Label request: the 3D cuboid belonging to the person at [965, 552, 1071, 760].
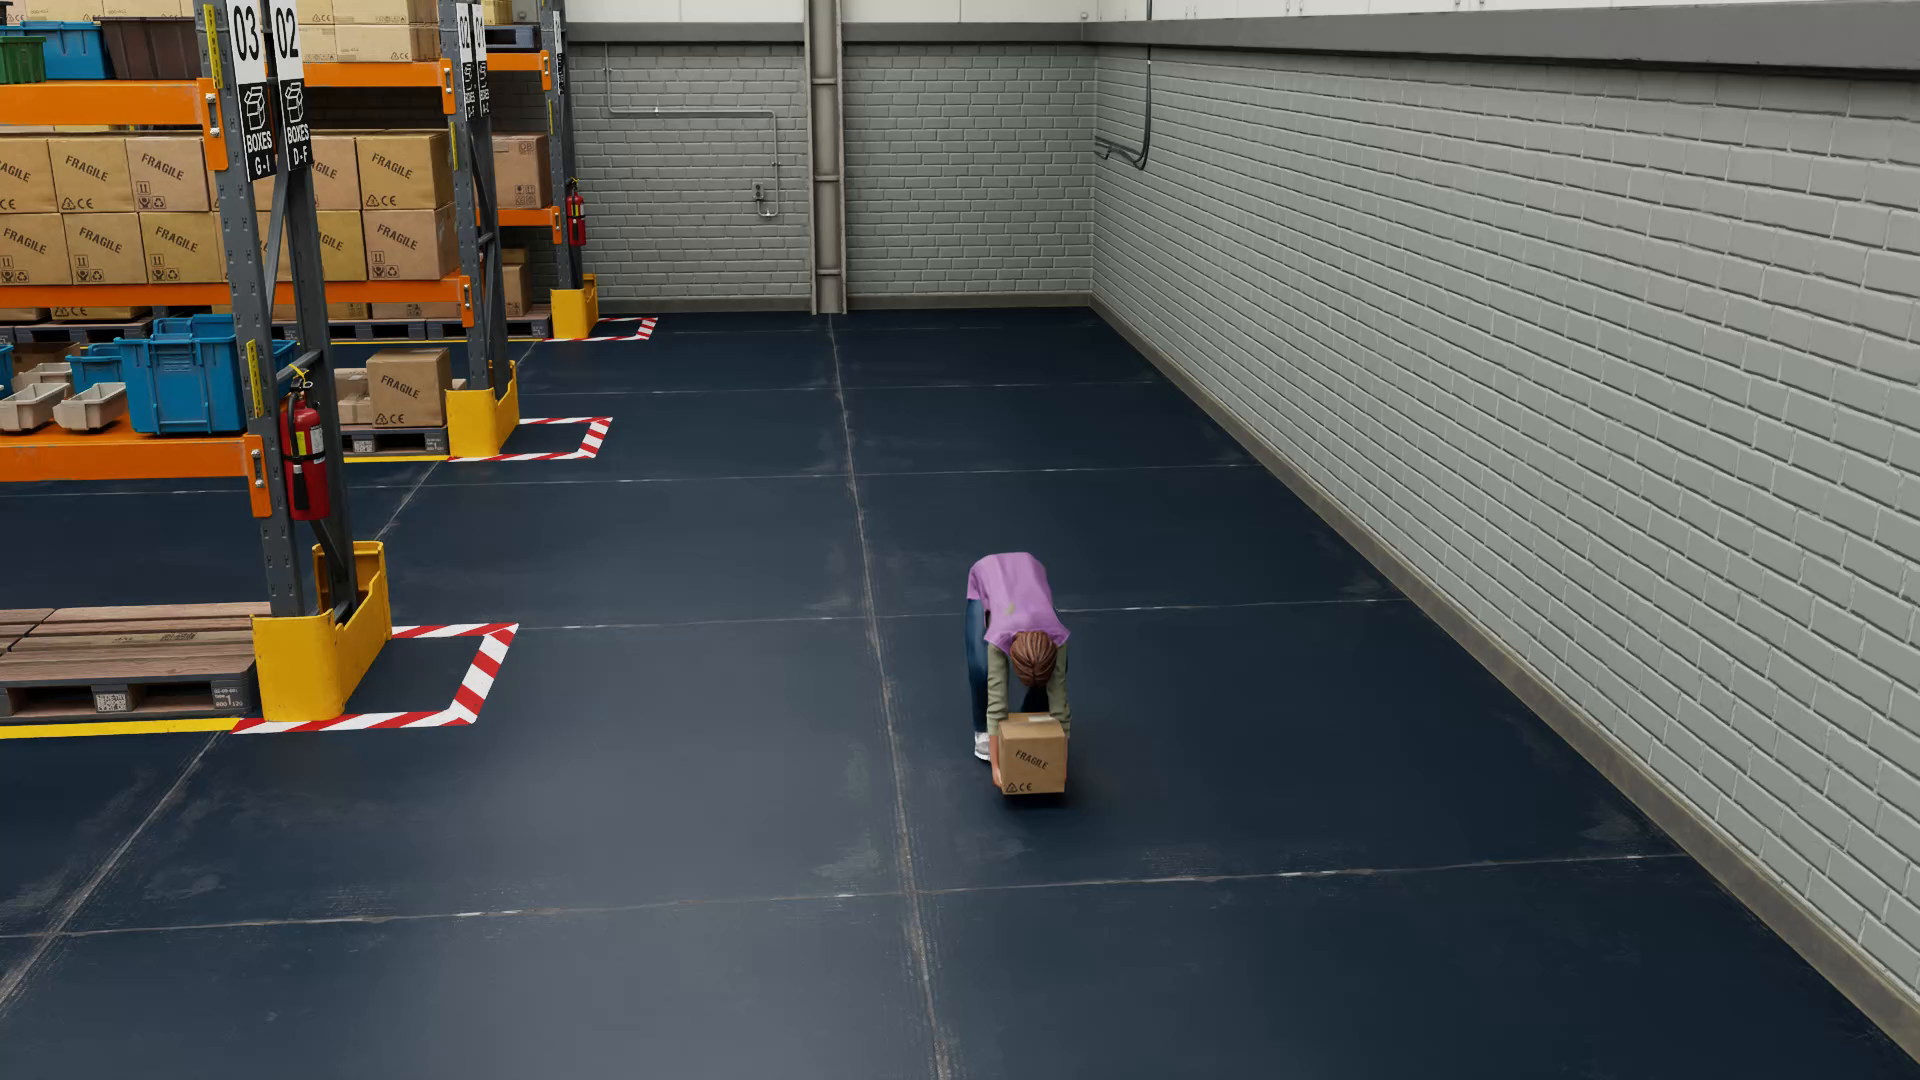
[{"bbox_3d":[0.239,0.522,7.069,0.424,0.886,0.715,-3,17,-8],"label":"person"}]
